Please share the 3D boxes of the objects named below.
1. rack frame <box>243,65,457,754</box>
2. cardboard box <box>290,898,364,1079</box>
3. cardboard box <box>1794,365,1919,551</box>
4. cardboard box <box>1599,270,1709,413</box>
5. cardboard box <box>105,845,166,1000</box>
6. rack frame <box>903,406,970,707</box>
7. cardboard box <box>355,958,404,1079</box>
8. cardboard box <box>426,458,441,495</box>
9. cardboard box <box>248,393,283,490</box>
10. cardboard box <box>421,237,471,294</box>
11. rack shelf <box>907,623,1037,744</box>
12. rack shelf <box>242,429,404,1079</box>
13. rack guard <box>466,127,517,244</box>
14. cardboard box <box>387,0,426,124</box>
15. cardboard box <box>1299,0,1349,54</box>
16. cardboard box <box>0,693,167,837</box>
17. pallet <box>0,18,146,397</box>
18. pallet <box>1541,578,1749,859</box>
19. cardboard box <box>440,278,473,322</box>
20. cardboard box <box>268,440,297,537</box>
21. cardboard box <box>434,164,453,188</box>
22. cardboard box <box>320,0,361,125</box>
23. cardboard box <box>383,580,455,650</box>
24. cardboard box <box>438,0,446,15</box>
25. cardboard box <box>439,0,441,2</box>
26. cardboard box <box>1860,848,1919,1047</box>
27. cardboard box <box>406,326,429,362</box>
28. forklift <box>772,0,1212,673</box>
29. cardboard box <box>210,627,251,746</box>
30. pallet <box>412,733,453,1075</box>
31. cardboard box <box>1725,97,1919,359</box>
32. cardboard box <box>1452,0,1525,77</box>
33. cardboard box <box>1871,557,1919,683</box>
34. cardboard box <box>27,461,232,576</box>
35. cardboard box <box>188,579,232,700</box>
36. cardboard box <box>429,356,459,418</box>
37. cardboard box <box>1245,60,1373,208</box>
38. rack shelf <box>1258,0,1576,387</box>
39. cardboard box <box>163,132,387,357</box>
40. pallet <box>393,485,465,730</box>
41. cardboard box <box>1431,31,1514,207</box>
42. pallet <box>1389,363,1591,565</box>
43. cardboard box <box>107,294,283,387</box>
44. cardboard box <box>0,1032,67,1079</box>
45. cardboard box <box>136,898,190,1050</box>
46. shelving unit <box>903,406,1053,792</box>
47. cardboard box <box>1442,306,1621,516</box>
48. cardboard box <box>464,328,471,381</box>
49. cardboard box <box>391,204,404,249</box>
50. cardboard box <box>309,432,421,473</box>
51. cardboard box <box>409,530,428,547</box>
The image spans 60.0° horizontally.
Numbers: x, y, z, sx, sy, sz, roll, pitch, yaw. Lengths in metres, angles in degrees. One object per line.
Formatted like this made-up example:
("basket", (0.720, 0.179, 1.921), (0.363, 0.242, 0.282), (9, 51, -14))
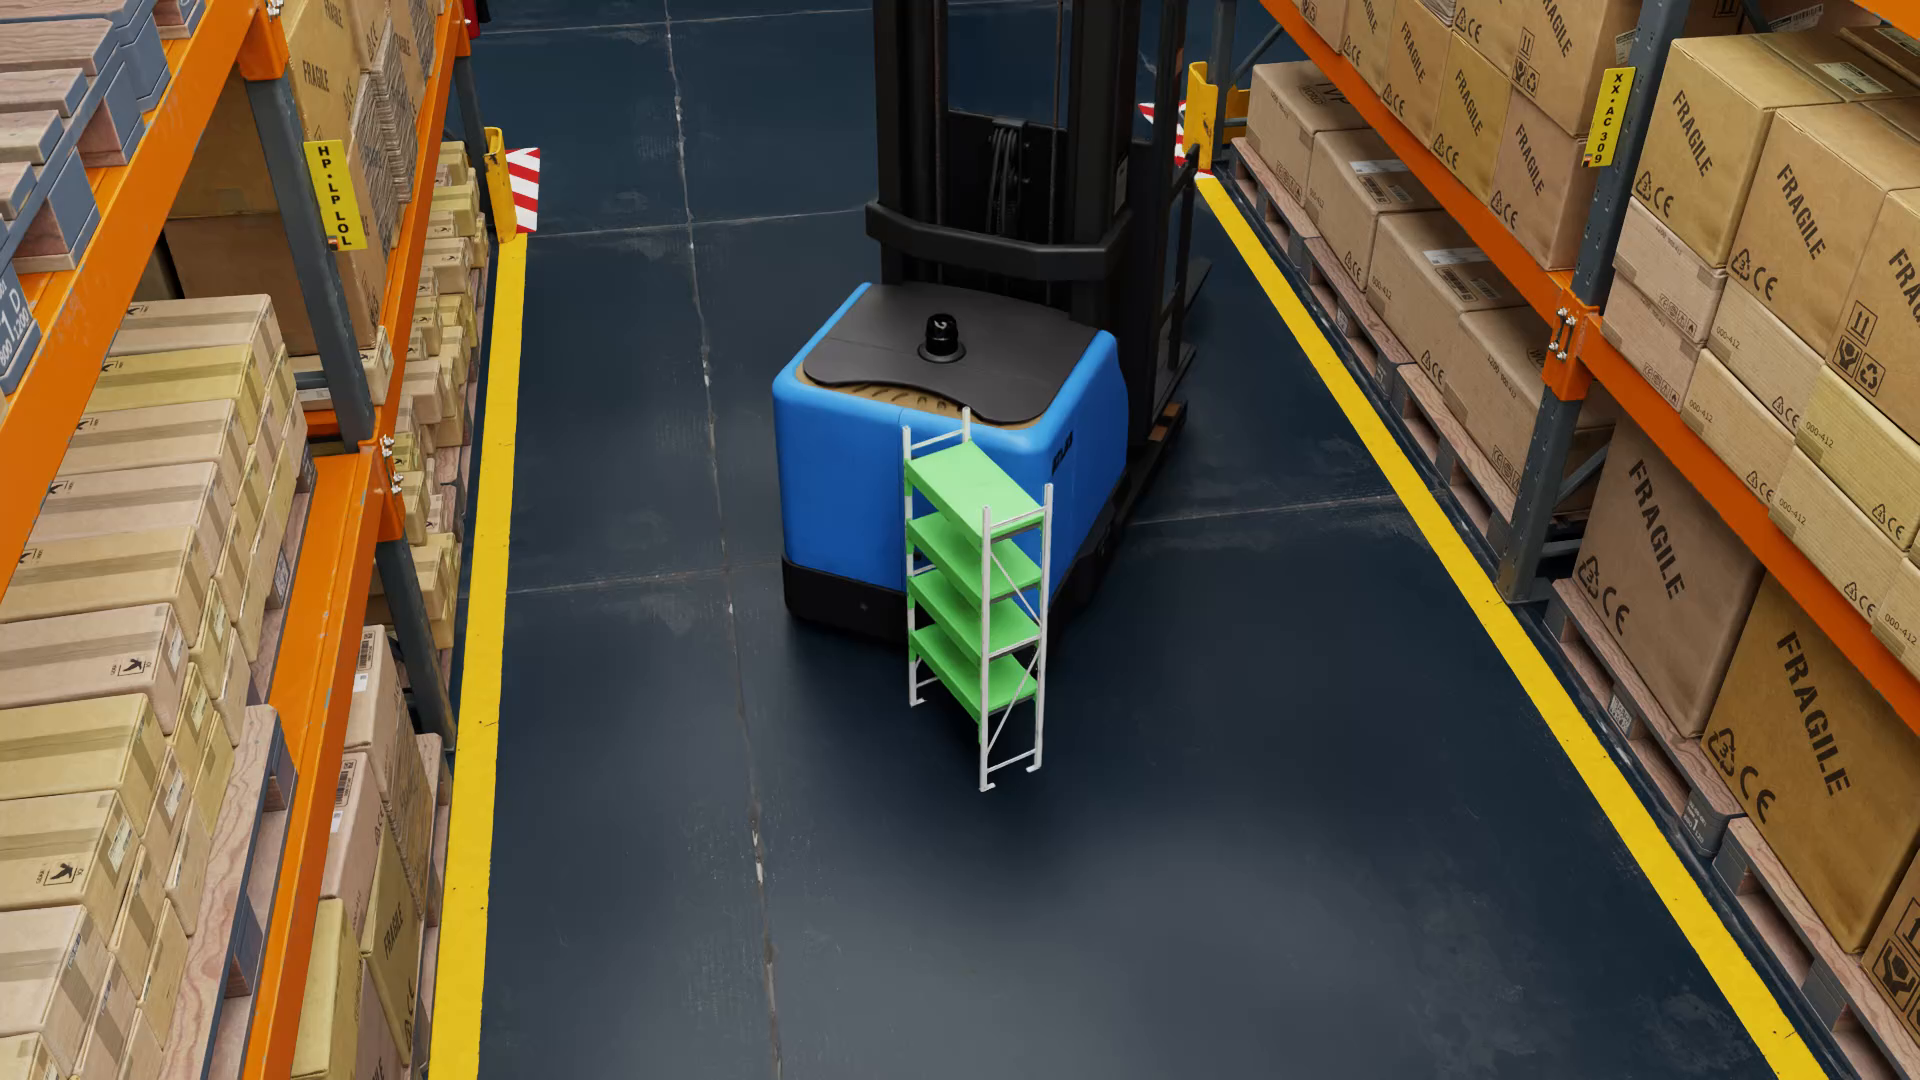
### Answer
("rack frame", (-2.264, -0.426, 4.853), (1.000, 3.000, 0.127), (-6, 38, -8))
("cardboard box", (-1.700, 1.151, 3.907), (0.500, 0.250, 0.500), (-8, 39, -10))
("cardboard box", (2.573, -0.242, 4.331), (0.500, 0.250, 0.500), (-6, 38, -7))
("cardboard box", (2.409, -0.666, 5.285), (0.500, 0.250, 0.500), (-7, 38, -9))
("cardboard box", (-1.677, 0.715, 3.005), (0.380, 0.149, 0.250), (-7, 38, -8))
("rack frame", (-0.075, 0.085, 5.663), (0.240, 1.200, 0.015), (-20, 42, -24))
("cardboard box", (-1.711, 1.435, 4.153), (0.500, 0.500, 0.500), (-7, 38, -9))
("cardboard box", (-2.246, -0.174, 6.510), (0.380, 0.149, 0.250), (-7, 38, -9))
("cardboard box", (-1.952, -0.232, 4.224), (0.380, 0.149, 0.250), (-6, 38, -8))
("cardboard box", (-2.380, -1.204, 7.352), (0.380, 0.149, 0.250), (-5, 38, -6))
("rack shelf", (0.049, 0.453, 5.684), (0.258, 0.148, 0.480), (-20, 42, -24))
("rack shelf", (-1.913, 1.066, 3.519), (1.077, 0.370, 4.000), (-6, 38, -8))
("rack guard", (-2.952, -1.809, 8.671), (1.175, 0.500, 0.348), (-6, 38, -8))
("cardboard box", (-2.372, -1.836, 6.344), (0.500, 0.500, 0.500), (-4, 38, -6))
("cardboard box", (1.880, -2.542, 7.496), (0.500, 0.500, 0.500), (-6, 38, -8))
("cardboard box", (-1.725, 0.444, 3.111), (0.380, 0.149, 0.250), (-7, 38, -9))
("pallet", (-2.075, -0.526, 2.690), (1.213, 0.211, 1.003), (-6, 38, -8))
("pallet", (2.802, 0.540, 5.883), (1.003, 0.211, 1.213), (-6, 38, -8))
("cardboard box", (-2.395, -1.086, 7.442), (0.380, 0.149, 0.250), (-6, 38, -7))
("cardboard box", (-1.953, -0.117, 4.318), (0.380, 0.149, 0.250), (-6, 38, -8))
("cardboard box", (-2.635, -1.667, 7.947), (0.380, 0.149, 0.250), (-6, 38, -7))
("cardboard box", (-2.209, -1.588, 5.210), (0.500, 0.500, 0.500), (-7, 38, -9))
("cardboard box", (-2.011, 0.280, 5.927), (0.380, 0.149, 0.250), (-8, 39, -10))
("cardboard box", (-2.629, -2.576, 7.826), (0.380, 0.149, 0.250), (-6, 38, -8))
("cardboard box", (-2.633, -2.755, 7.528), (0.500, 0.500, 0.500), (-5, 38, -7))
("cardboard box", (3.102, 1.104, 4.273), (0.875, 0.875, 0.875), (-6, 38, -7))
("cardboard box", (-2.364, -0.725, 6.734), (0.380, 0.149, 0.250), (-8, 39, -10))
("forklift", (0.355, -1.578, 6.392), (1.130, 2.935, 3.031), (14, 40, 17))
("cardboard box", (-1.813, 0.352, 3.714), (0.380, 0.149, 0.250), (-8, 39, -10))
("pallet", (-2.126, 1.145, 5.104), (1.003, 0.211, 1.213), (-6, 38, -8))
("cardboard box", (2.503, -0.853, 4.506), (0.500, 0.500, 0.500), (-6, 38, -8))
("cardboard box", (2.157, -2.016, 6.004), (0.500, 0.500, 0.500), (-7, 38, -9))
("cardboard box", (2.654, 0.261, 4.092), (0.500, 0.250, 0.500), (-7, 38, -9))
("cardboard box", (-1.863, -0.029, 3.720), (0.380, 0.149, 0.250), (-6, 38, -8))
("cardboard box", (-1.815, 0.240, 3.616), (0.380, 0.149, 0.250), (-8, 39, -10))
("cardboard box", (-2.274, -0.615, 6.835), (0.380, 0.149, 0.250), (-7, 38, -8))
("cardboard box", (2.105, -2.202, 8.885), (0.875, 0.438, 0.875), (-7, 38, -9))
("rack shelf", (2.241, -1.943, 7.393), (1.077, 0.370, 4.000), (-6, 38, -8))
("cardboard box", (-2.102, -0.909, 5.151), (0.500, 0.500, 0.500), (-7, 38, -9))
("pallet", (-2.416, 0.273, 6.226), (1.003, 0.211, 1.213), (-6, 38, -8))
("cardboard box", (2.163, -1.622, 6.311), (0.500, 0.500, 0.500), (-7, 38, -9))
("pallet", (2.536, -0.386, 7.075), (1.003, 0.211, 1.213), (-6, 38, -8))
("cardboard box", (-2.001, -0.506, 4.334), (0.380, 0.149, 0.250), (-5, 38, -6))
("cardboard box", (-1.587, 0.918, 2.501), (0.380, 0.149, 0.250), (-8, 39, -10))
("cardboard box", (-1.676, 0.831, 3.098), (0.380, 0.149, 0.250), (-6, 38, -7))
("shelving unit", (0.049, 0.213, 5.497), (0.258, 1.200, 0.503), (-20, 42, -24))
("cardboard box", (2.588, -0.564, 6.777), (0.875, 0.438, 0.875), (-7, 38, -9))
("cardboard box", (-2.370, -0.811, 7.330), (0.380, 0.149, 0.250), (-6, 38, -7))
("cardboard box", (-2.230, -1.161, 6.004), (0.380, 0.149, 0.250), (-6, 38, -7))
("cardboard box", (-2.203, -0.252, 6.125), (0.380, 0.149, 0.250), (-7, 38, -9))
("cardboard box", (-2.145, 0.020, 6.018), (0.380, 0.149, 0.250), (-6, 38, -8))
